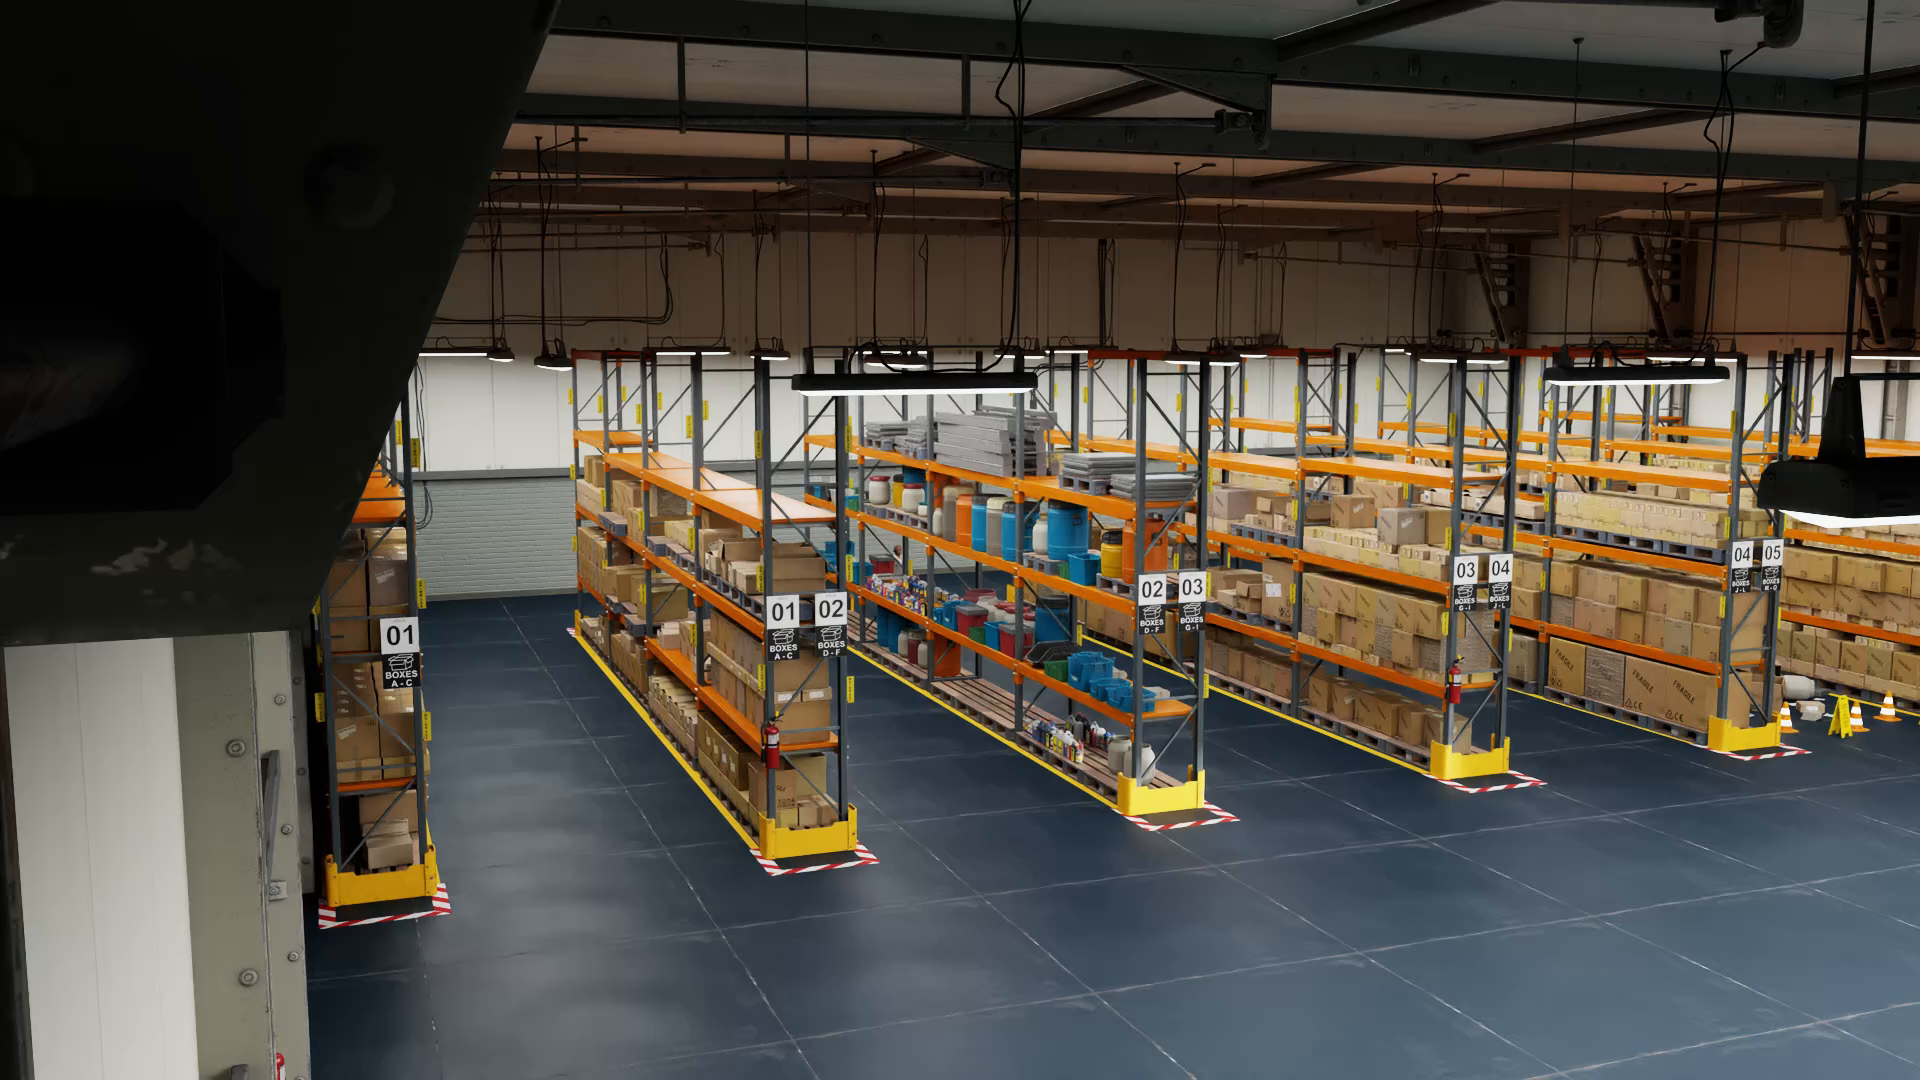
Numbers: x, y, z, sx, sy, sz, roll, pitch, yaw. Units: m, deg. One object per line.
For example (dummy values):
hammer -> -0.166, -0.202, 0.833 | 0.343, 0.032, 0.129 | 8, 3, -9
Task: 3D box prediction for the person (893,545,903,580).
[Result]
person -> -1.336, 0.876, 37.533 | 0.938, 1.541, 0.454 | 7, 10, 44
